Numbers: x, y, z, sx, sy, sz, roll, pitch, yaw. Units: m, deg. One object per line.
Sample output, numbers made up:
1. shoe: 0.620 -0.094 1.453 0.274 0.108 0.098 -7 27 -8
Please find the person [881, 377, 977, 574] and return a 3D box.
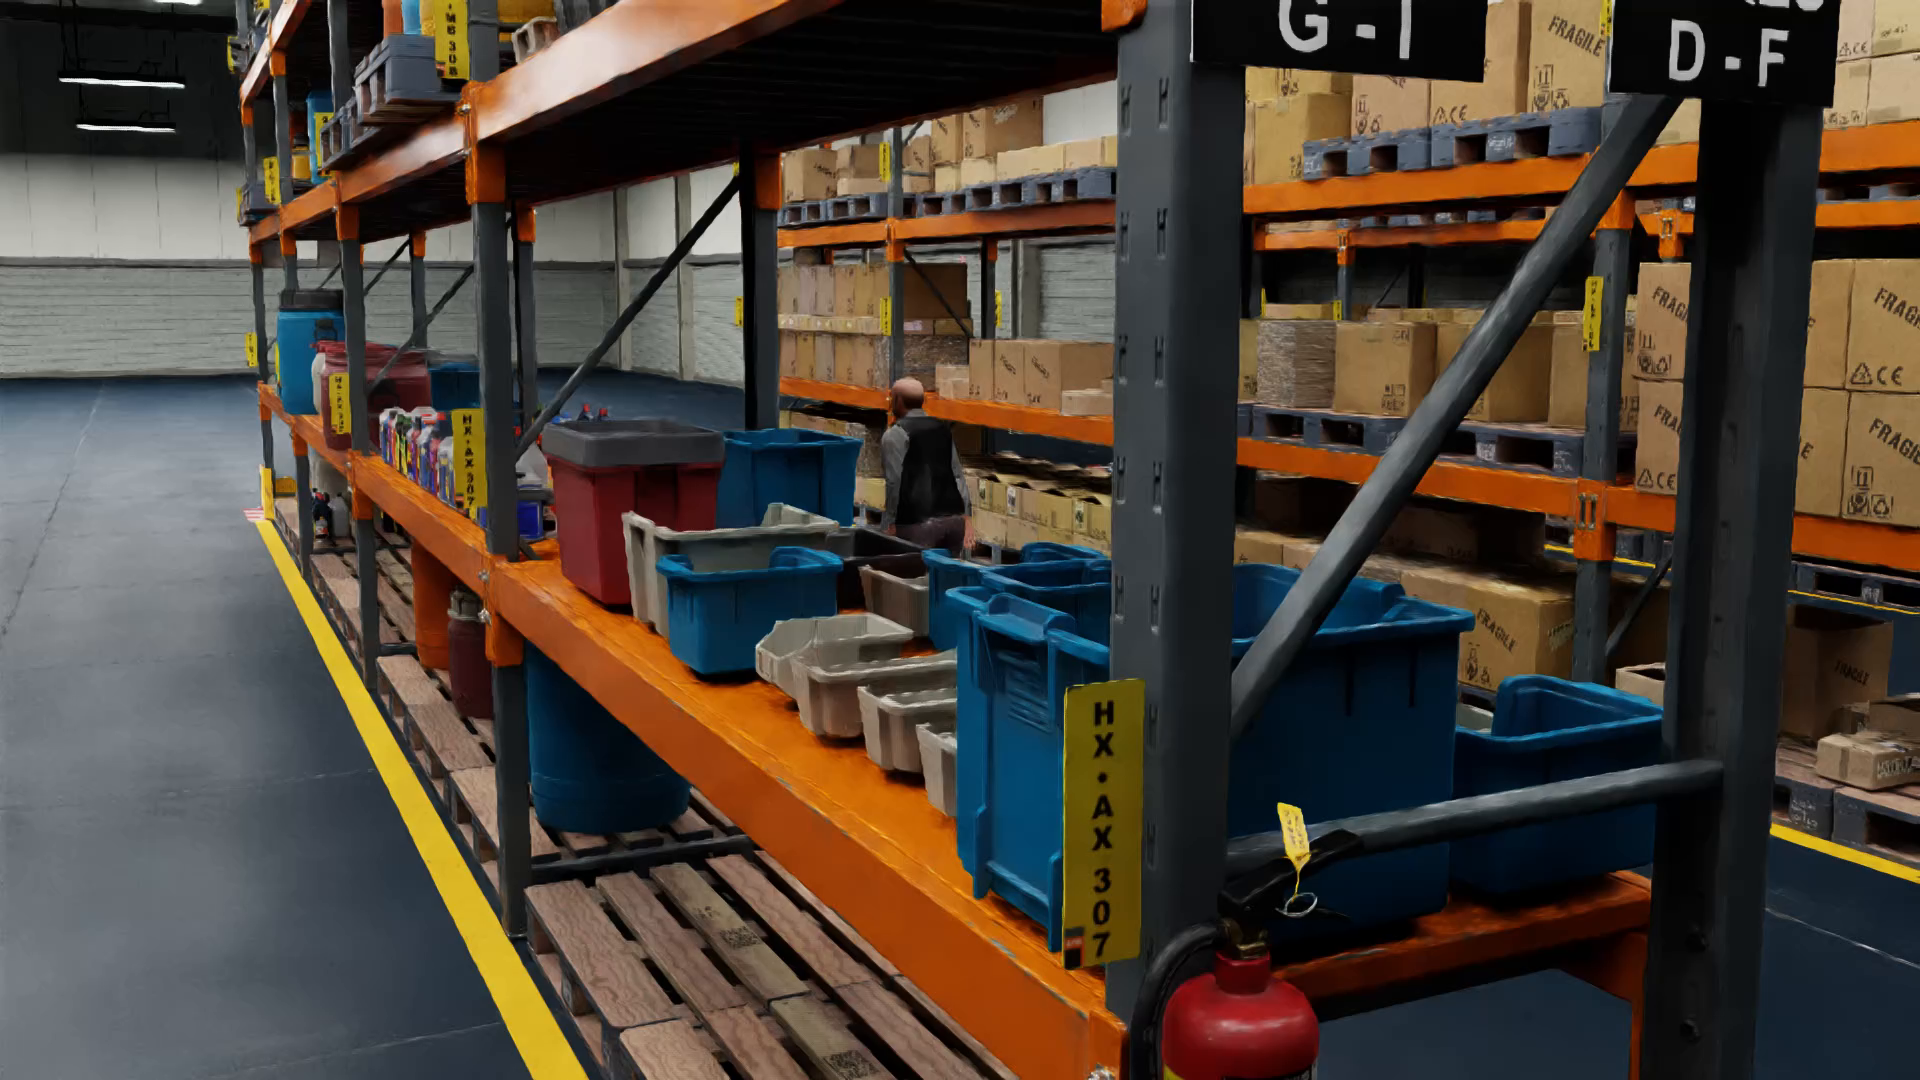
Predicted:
1. person: -0.168 -0.060 9.375 0.620 1.700 0.546 8 11 42
